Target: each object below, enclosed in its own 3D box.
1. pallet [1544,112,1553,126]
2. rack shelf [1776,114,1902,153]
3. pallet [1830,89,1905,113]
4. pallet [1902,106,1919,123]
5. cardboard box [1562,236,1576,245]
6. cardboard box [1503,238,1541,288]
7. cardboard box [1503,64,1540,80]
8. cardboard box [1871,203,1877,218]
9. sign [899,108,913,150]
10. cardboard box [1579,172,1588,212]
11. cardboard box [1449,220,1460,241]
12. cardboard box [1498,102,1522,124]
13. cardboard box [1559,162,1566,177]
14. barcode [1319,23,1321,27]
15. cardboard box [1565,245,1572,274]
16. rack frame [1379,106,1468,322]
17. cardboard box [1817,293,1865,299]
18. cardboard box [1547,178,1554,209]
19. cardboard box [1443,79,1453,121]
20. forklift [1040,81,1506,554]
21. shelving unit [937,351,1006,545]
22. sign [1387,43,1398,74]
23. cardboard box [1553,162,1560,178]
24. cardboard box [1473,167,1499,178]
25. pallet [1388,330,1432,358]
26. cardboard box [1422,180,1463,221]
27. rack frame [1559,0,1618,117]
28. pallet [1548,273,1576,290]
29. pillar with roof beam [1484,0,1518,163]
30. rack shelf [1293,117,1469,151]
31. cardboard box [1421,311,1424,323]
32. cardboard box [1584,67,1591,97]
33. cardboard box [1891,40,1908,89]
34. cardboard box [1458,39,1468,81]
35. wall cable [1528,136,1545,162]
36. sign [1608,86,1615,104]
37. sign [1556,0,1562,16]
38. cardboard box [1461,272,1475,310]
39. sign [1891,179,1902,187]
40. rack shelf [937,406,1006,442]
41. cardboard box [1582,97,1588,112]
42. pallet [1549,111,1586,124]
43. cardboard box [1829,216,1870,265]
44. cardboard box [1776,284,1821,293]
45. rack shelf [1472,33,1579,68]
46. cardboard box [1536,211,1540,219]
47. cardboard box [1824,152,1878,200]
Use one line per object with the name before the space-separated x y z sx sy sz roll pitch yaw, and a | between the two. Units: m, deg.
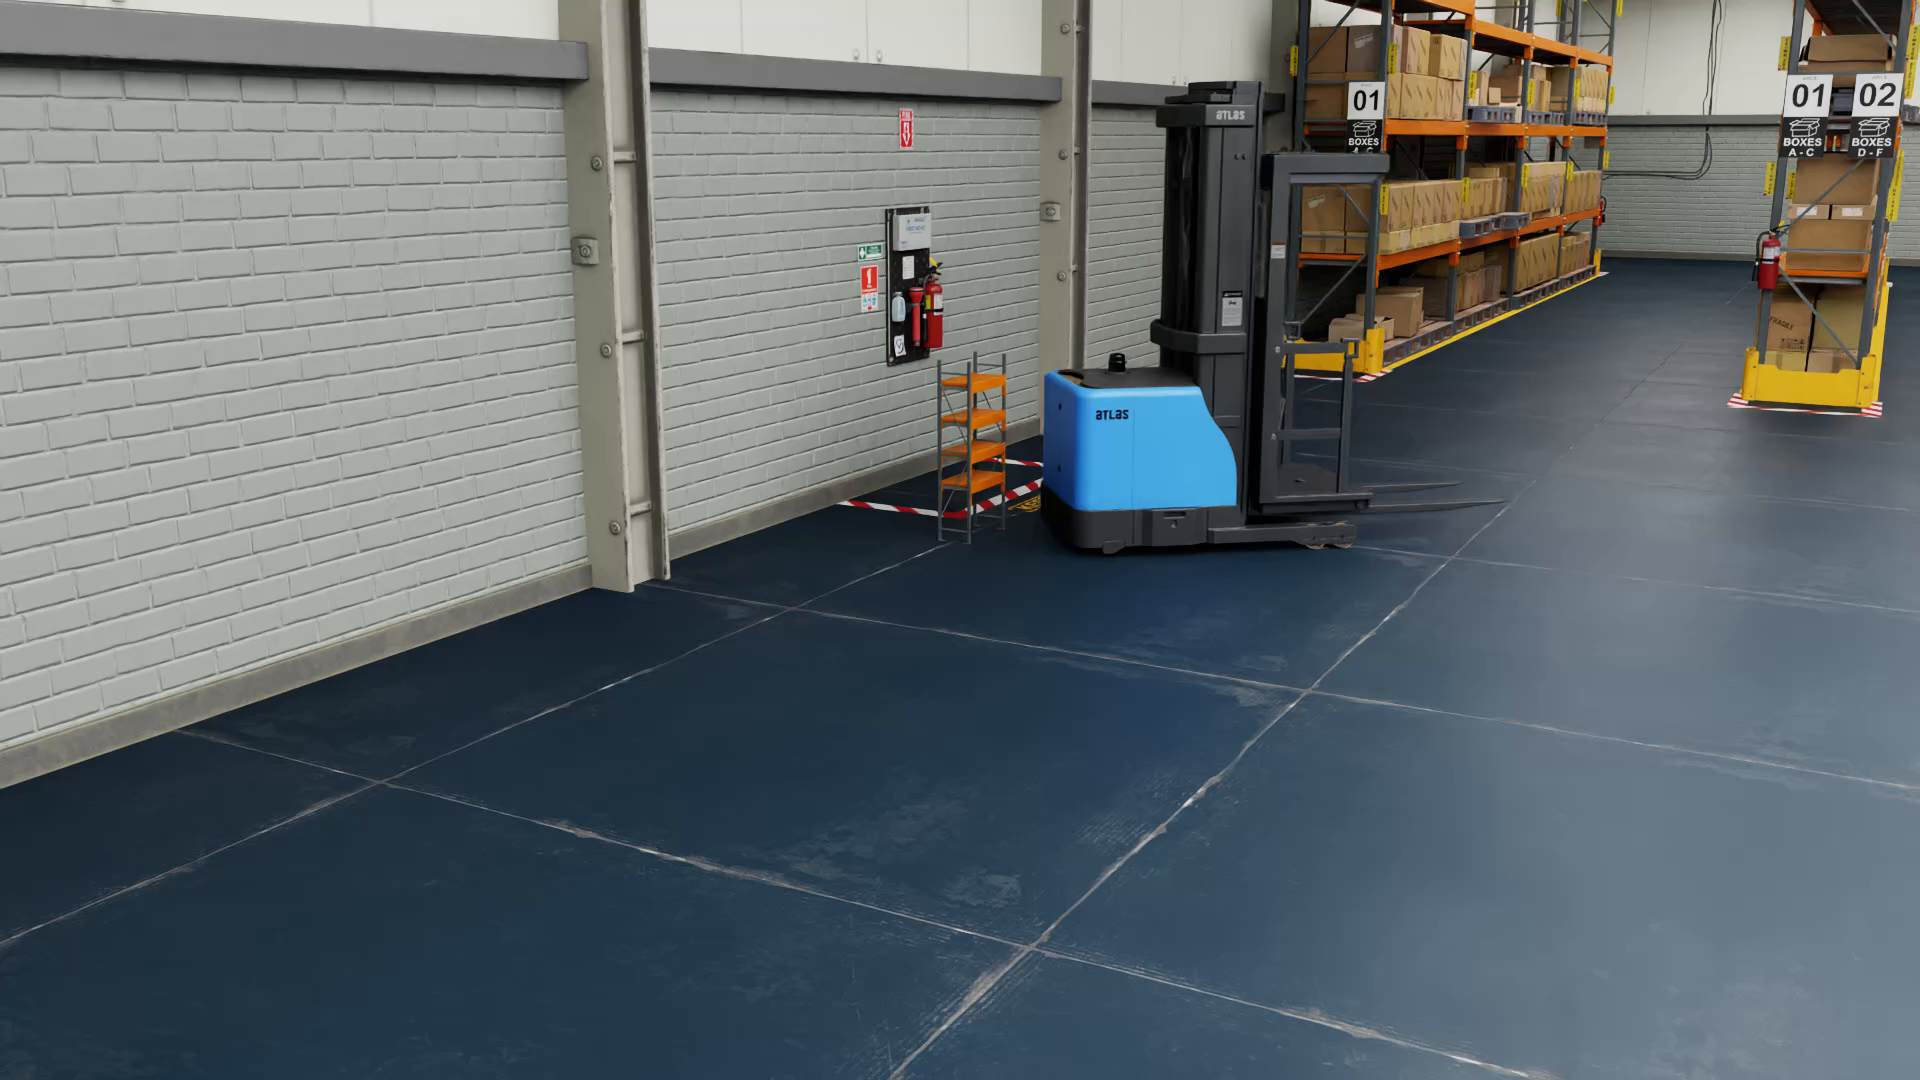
pallet | 8.909 -6.802 26.851 1.003 0.211 1.213 8 16 31
rack shelf | 9.544 -4.385 17.956 1.077 0.370 4.000 7 15 28
pallet | 8.941 -4.423 16.770 1.003 0.211 1.213 7 15 28
pallet | 12.194 -5.724 22.381 1.213 0.211 1.003 8 16 31
cardboard box | 11.068 -5.491 30.464 0.380 0.149 0.250 7 15 26
cardboard box | 9.005 -4.542 27.164 0.750 0.750 0.750 7 15 28
cardboard box | 9.246 -7.693 27.392 0.500 0.250 0.500 7 15 26
cardboard box | 9.202 -3.392 17.104 0.380 0.149 0.250 7 15 28
sign | -0.400 -3.071 12.426 0.001 0.298 0.199 7 15 28
cardboard box | 11.017 -6.443 30.720 0.980 0.700 0.700 7 15 25
cardboard box | 6.208 -4.052 21.720 0.500 0.250 0.500 7 15 28
cardboard box | 7.994 -6.314 24.571 0.500 0.311 0.500 7 15 28
cardboard box | 10.038 -6.331 28.404 0.500 0.250 0.500 8 16 29
barcode | 4.144 -5.913 19.135 0.001 0.075 0.075 7 15 28
cardboard box | 10.737 -5.122 30.316 0.700 0.500 0.500 7 15 27
rack frame | 6.172 -4.247 22.250 1.000 3.000 0.127 7 15 28
cardboard box | 9.501 -2.390 17.916 0.500 0.500 0.500 7 15 28
cardboard box | 9.549 -5.760 27.636 0.500 0.500 0.500 7 15 28
cardboard box | 5.889 -5.530 20.914 0.500 0.500 0.500 6 15 23
forklift | 2.120 -1.483 10.930 3.031 2.935 1.130 -2 14 -10
shelving unit | 0.080 -0.617 11.034 0.258 1.200 0.503 7 15 28
sign | 4.713 -5.248 18.137 0.100 0.325 0.005 7 15 28
cardboard box | 9.782 -6.227 27.973 0.500 0.250 0.500 8 16 29
cardboard box | 7.965 -5.571 25.207 0.380 0.149 0.250 5 15 21
pallet | 5.290 -2.498 20.947 1.003 0.211 1.213 7 15 28
cardboard box | 6.214 -4.416 21.630 0.500 0.500 0.500 7 15 28
rack frame | 11.973 -9.626 31.759 1.000 3.000 0.127 7 15 28
pallet | 10.476 -4.680 29.996 1.003 0.211 1.213 7 15 28
pillar with roof beam | 13.389 -8.559 27.334 9.100 9.000 0.400 7 15 28
rack shelf | 5.205 -4.945 20.281 1.077 0.370 4.000 7 15 28
cardboard box | 5.940 -2.970 22.061 0.380 0.166 0.250 5 15 21
cardboard box | 10.873 -8.112 29.491 0.500 0.500 0.500 7 15 27
cardboard box | 9.619 -4.955 17.377 0.500 0.500 0.500 7 15 28
cardboard box | 6.167 -6.116 21.214 0.500 0.500 0.500 6 15 23
wall cable | 11.764 -7.573 33.878 0.084 1.984 1.851 7 15 28
sign | 12.441 -8.495 31.750 0.100 0.325 0.005 7 15 28
sign | 11.490 -10.221 31.897 0.100 0.325 0.005 7 15 28
cardboard box | 7.001 -3.611 24.004 0.700 0.500 0.500 8 15 29
sign | 10.997 -4.083 19.555 0.100 0.325 0.005 7 15 28
rack shelf | 0.080 -0.769 10.997 0.258 0.148 0.480 7 15 28
cardboard box | 10.863 -7.741 29.555 0.500 0.250 0.500 7 15 27
pallet | 10.444 -7.470 29.409 1.003 0.211 1.213 7 15 28
cardboard box | 9.063 -3.117 17.350 0.700 0.500 0.500 8 16 29
cardboard box | 9.529 -2.654 19.012 0.500 0.500 0.500 7 15 28
rack shelf | 9.073 -7.850 26.784 1.077 0.370 4.000 7 15 28
cardboard box | 9.333 -5.366 27.384 0.380 0.149 0.250 8 16 30
cardboard box | 9.332 -3.863 17.673 0.700 0.500 0.500 7 15 28
